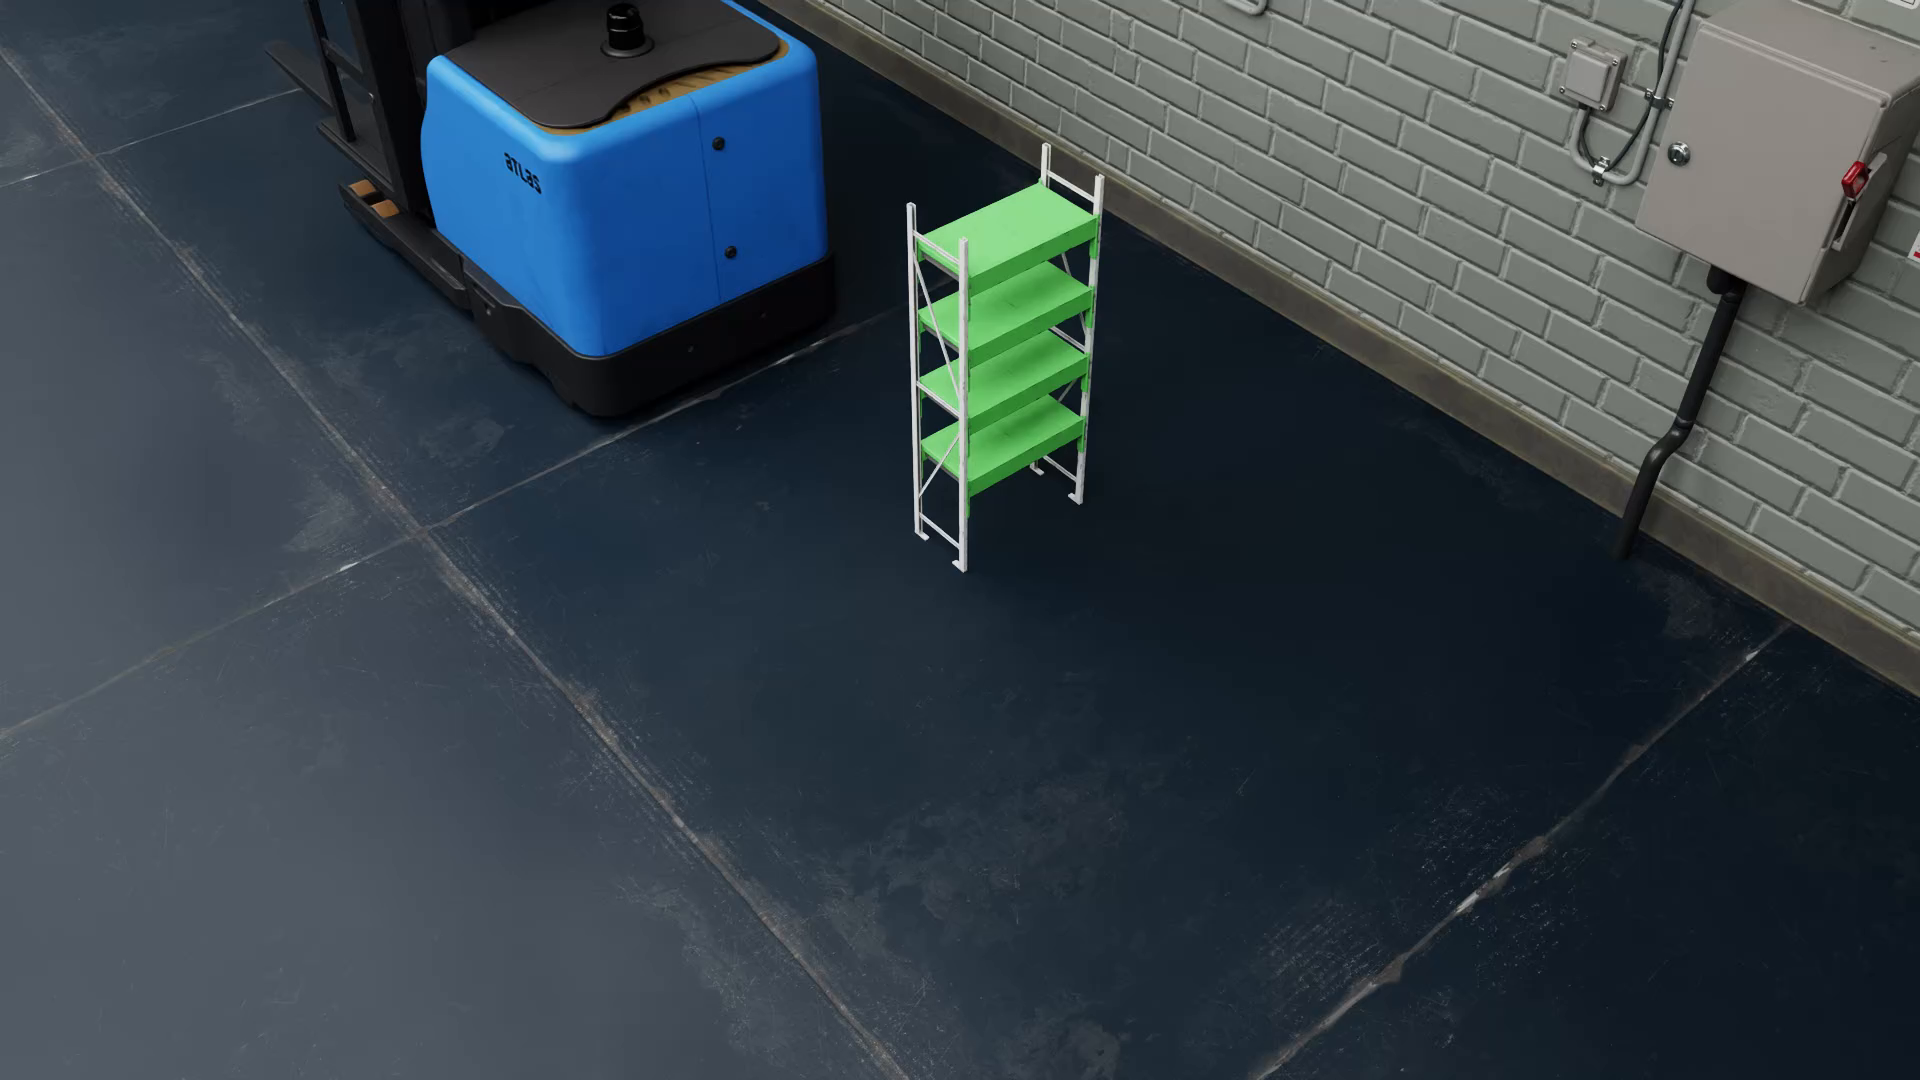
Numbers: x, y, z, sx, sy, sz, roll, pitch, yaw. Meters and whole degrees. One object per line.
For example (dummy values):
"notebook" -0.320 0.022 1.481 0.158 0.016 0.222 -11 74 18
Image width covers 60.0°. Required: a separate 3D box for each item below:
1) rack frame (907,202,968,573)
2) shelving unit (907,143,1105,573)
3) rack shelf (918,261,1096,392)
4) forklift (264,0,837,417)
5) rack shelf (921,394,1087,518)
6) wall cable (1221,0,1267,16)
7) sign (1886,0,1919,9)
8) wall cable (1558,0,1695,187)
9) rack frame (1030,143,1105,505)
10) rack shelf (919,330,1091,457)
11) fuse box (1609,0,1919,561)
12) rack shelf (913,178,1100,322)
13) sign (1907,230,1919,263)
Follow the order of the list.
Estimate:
"rack frame" -0.060 -0.403 4.803 0.015 1.200 0.240 -30 51 -28
"shelving unit" 0.127 -0.510 4.917 0.503 1.200 0.258 -30 51 -28
"rack shelf" 0.127 -0.638 4.796 0.480 0.148 0.258 -30 51 -28
"forklift" -1.787 -2.421 5.687 1.130 2.935 3.031 -30 51 -28
"rack shelf" 0.127 -0.289 5.125 0.480 0.148 0.258 -30 51 -28
"wall cable" 0.820 -2.570 5.030 0.123 1.953 0.585 -30 51 -28
"sign" 2.179 -1.442 3.991 0.001 0.242 0.339 -30 51 -28
"wall cable" 1.739 -1.819 4.253 0.122 1.984 0.588 -30 51 -28
"rack frame" 0.314 -0.617 5.031 0.015 1.200 0.240 -30 51 -28
"rack shelf" 0.127 -0.464 4.960 0.480 0.148 0.258 -30 51 -28
"fuse box" 2.056 -0.551 4.587 0.414 1.711 0.539 -30 51 -28
"rack shelf" 0.127 -0.813 4.632 0.480 0.148 0.258 -30 51 -28
"sign" 2.532 -0.818 3.999 0.001 0.494 0.329 -30 51 -28
